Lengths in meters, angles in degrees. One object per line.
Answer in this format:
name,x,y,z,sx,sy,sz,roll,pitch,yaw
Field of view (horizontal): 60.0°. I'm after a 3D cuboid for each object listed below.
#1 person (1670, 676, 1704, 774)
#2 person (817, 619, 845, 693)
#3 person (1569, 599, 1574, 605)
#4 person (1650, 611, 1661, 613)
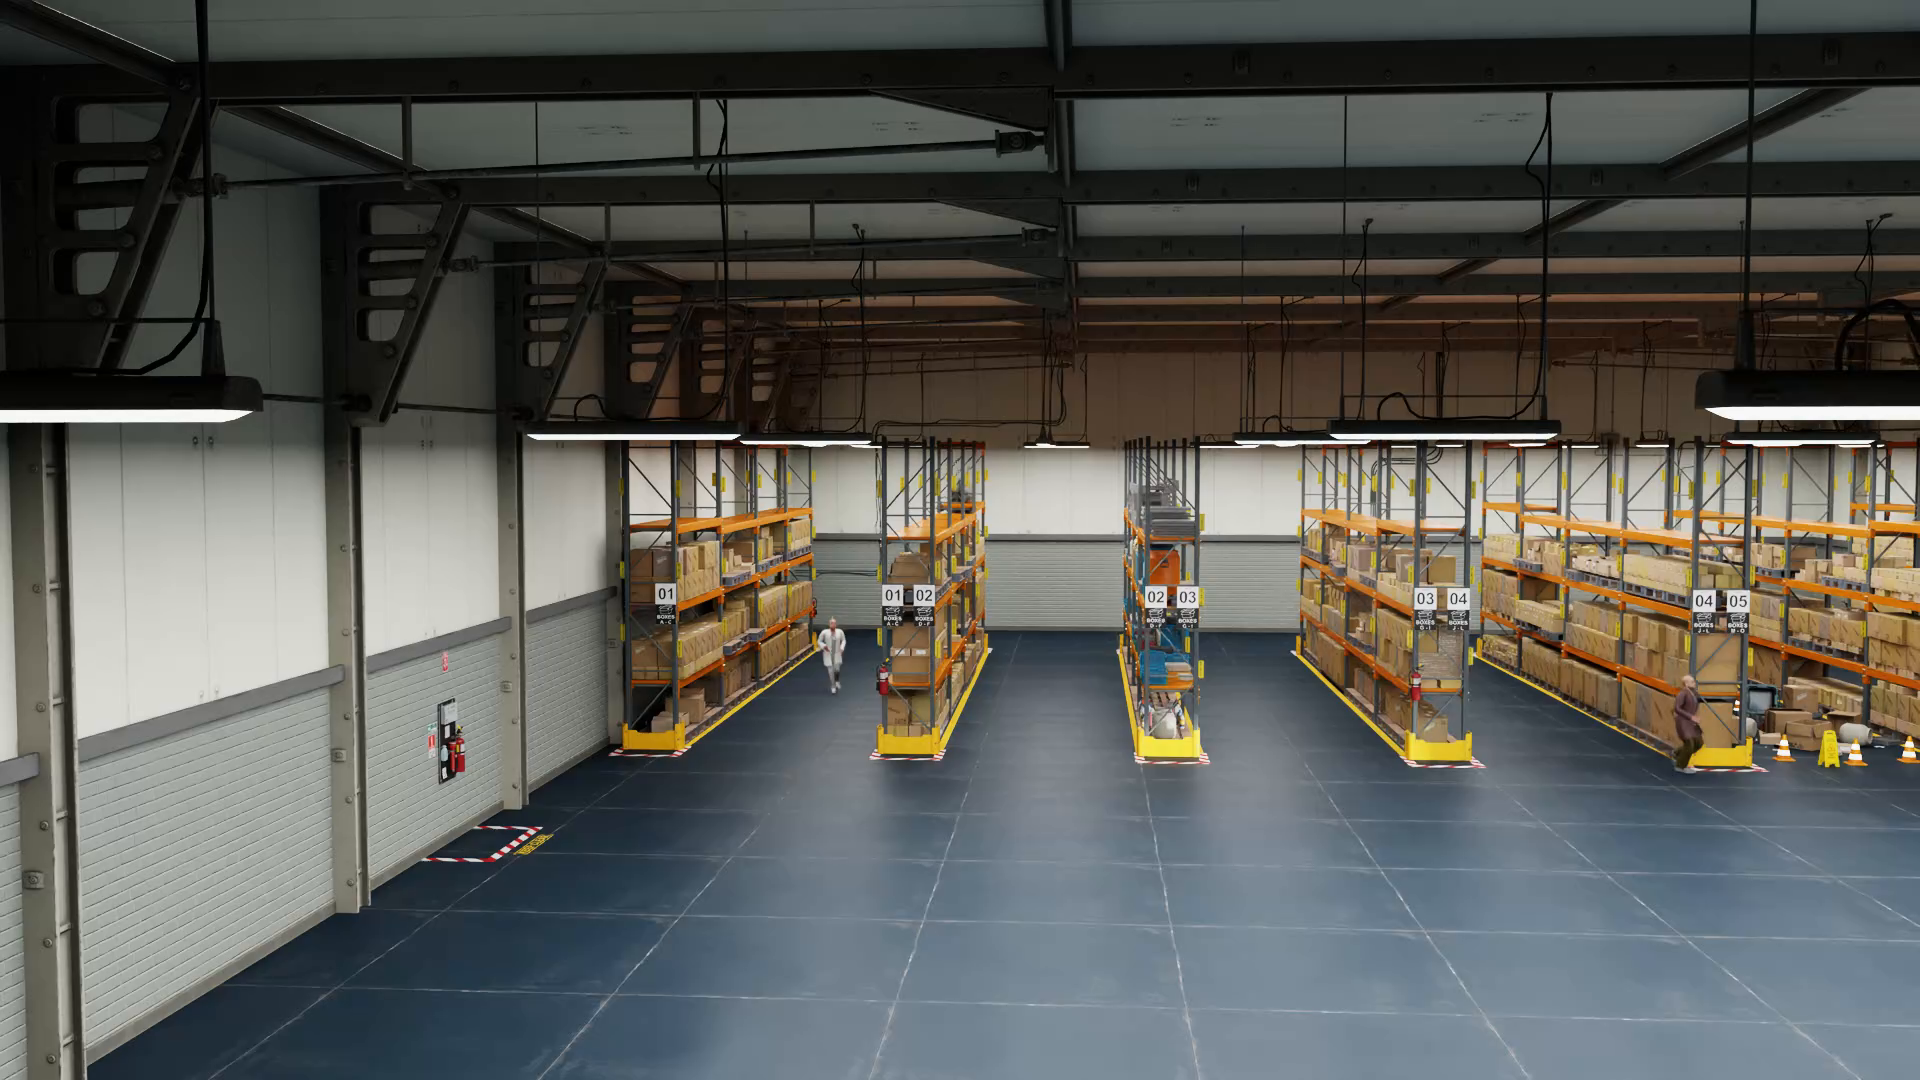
person,12.896,3.272,29.510,0.715,1.738,0.633,-3,4,-44
person,-3.021,2.748,39.359,0.691,1.745,0.603,-1,3,-12
person,16.655,2.474,45.354,0.627,1.716,0.787,0,3,-1
person,20.100,2.308,47.467,0.863,1.771,0.657,0,3,-7
